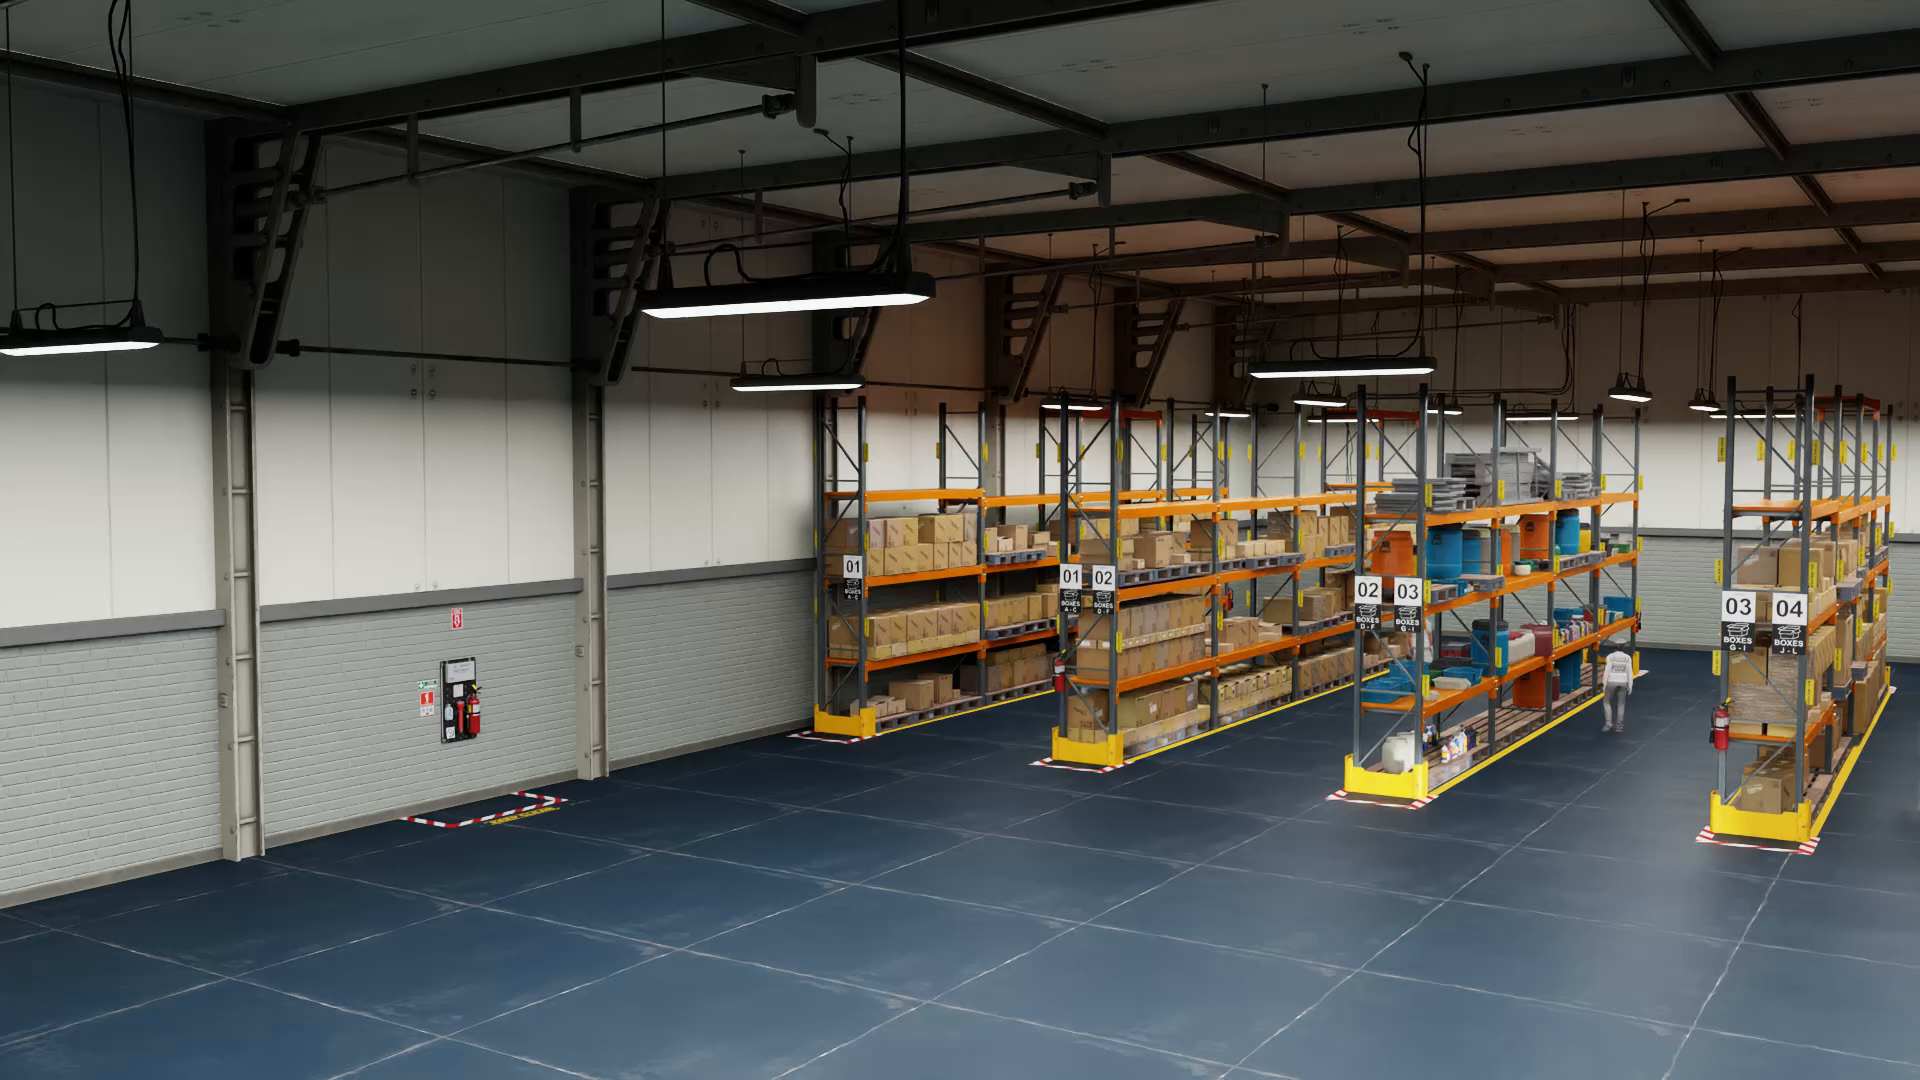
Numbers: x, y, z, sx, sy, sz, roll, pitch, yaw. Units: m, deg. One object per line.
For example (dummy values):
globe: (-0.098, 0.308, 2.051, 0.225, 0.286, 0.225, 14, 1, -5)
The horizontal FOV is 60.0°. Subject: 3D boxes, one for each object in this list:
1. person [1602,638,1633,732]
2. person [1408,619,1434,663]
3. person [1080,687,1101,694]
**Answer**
person: (11.780, 2.610, 29.797, 0.519, 1.707, 0.367, 0, 3, 8)
person: (9.652, 2.283, 34.864, 0.579, 1.787, 0.515, 2, 4, 38)
person: (2.629, 2.395, 32.949, 0.578, 1.704, 1.079, 1, 3, 23)
